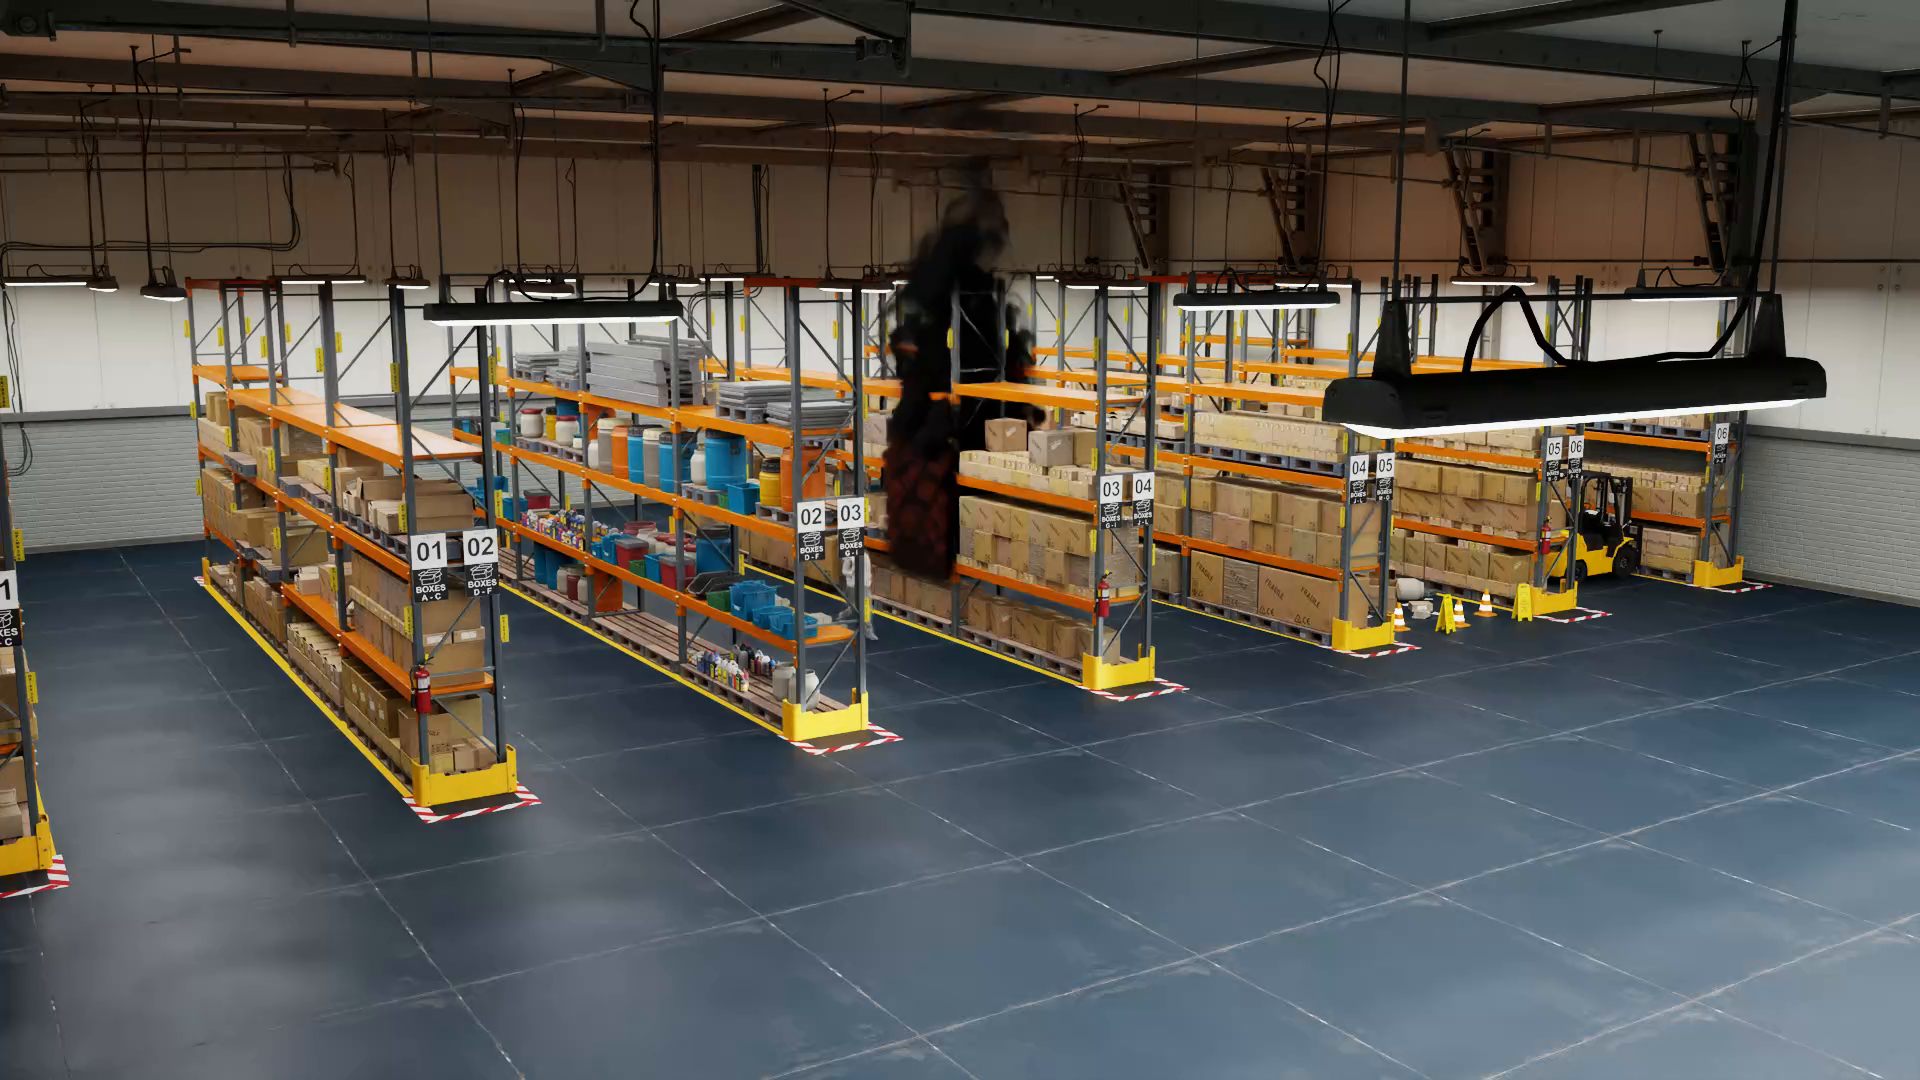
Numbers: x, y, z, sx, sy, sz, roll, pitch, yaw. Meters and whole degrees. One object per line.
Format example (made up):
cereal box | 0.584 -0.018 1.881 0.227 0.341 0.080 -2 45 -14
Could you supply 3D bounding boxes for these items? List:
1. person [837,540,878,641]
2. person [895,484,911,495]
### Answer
person | -1.714 0.777 28.024 0.661 1.768 0.935 -9 13 -42
person | -1.406 -1.516 42.044 0.585 1.630 0.586 3 10 20
